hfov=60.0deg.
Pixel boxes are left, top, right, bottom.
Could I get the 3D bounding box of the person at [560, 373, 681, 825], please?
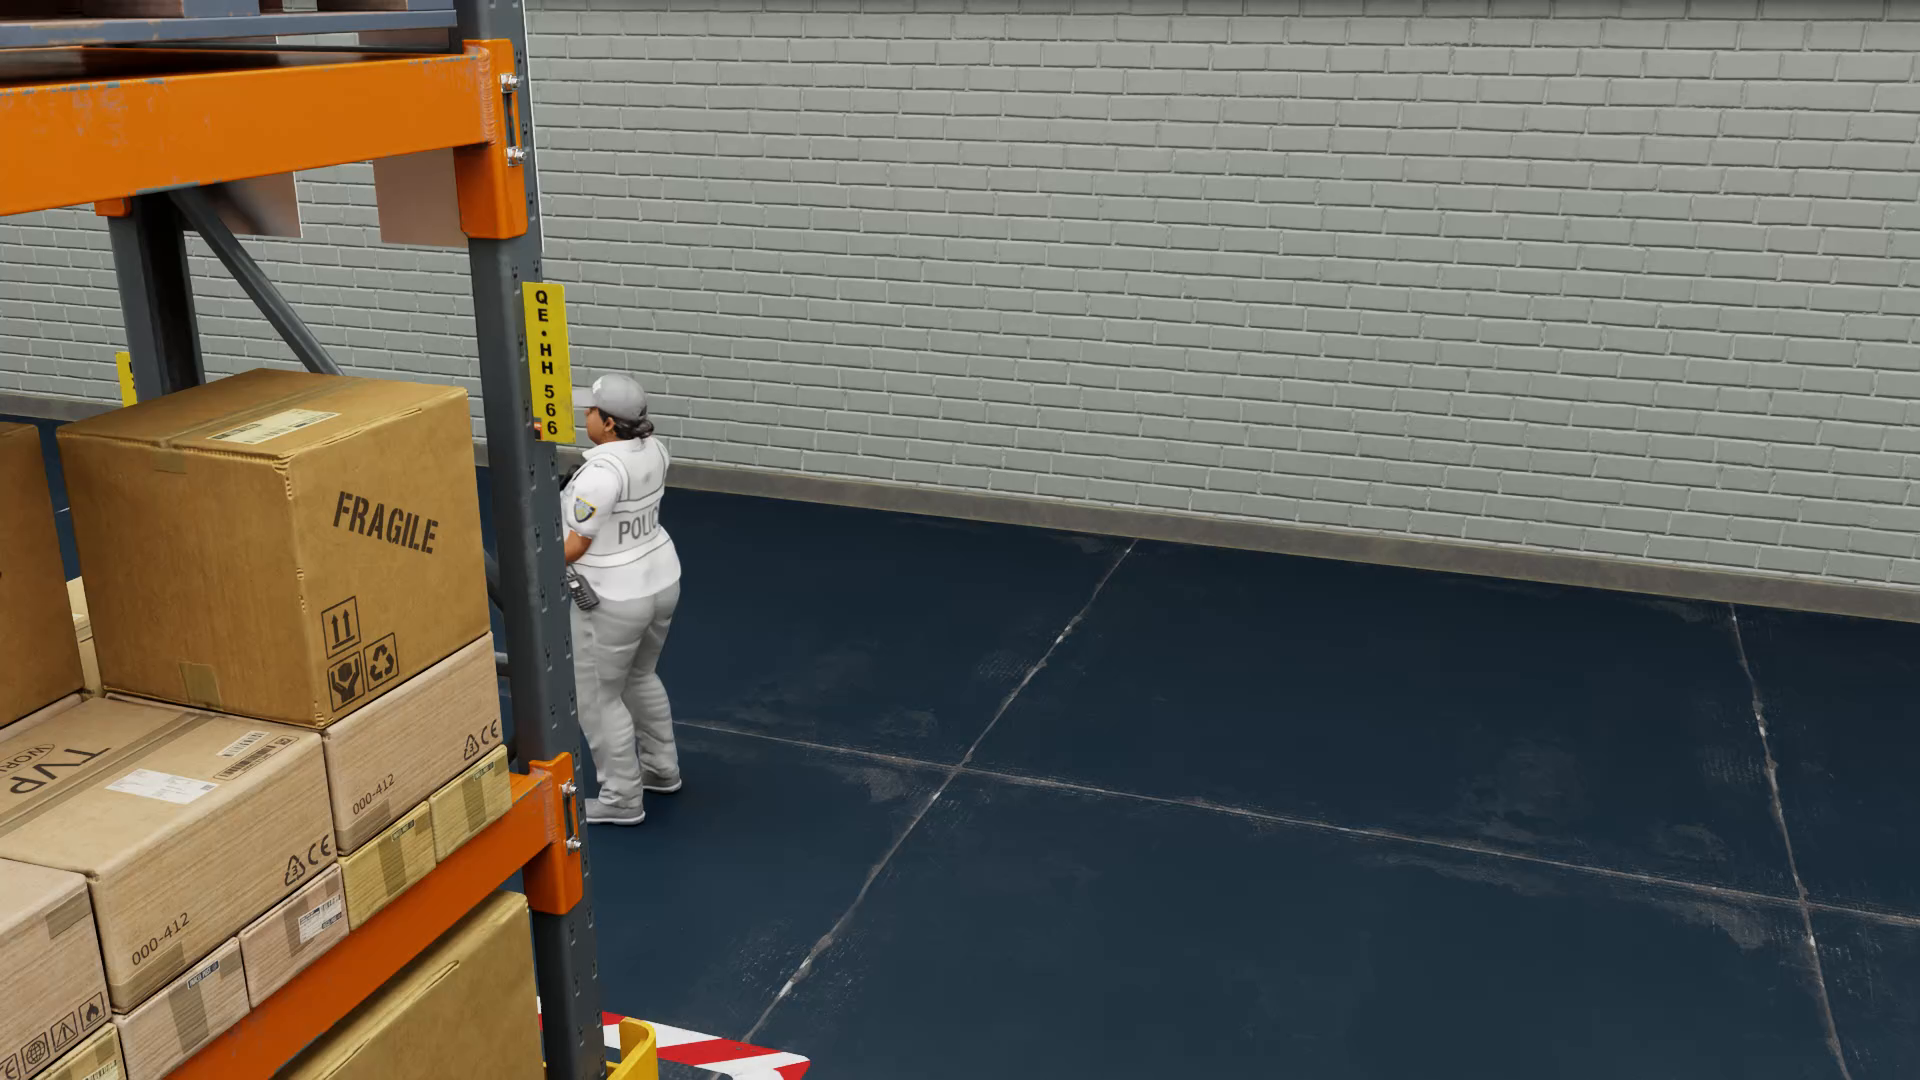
[{"bbox_3d":[-1.292,0.199,5.987,0.541,1.653,0.453,6,20,18],"label":"person"}]
